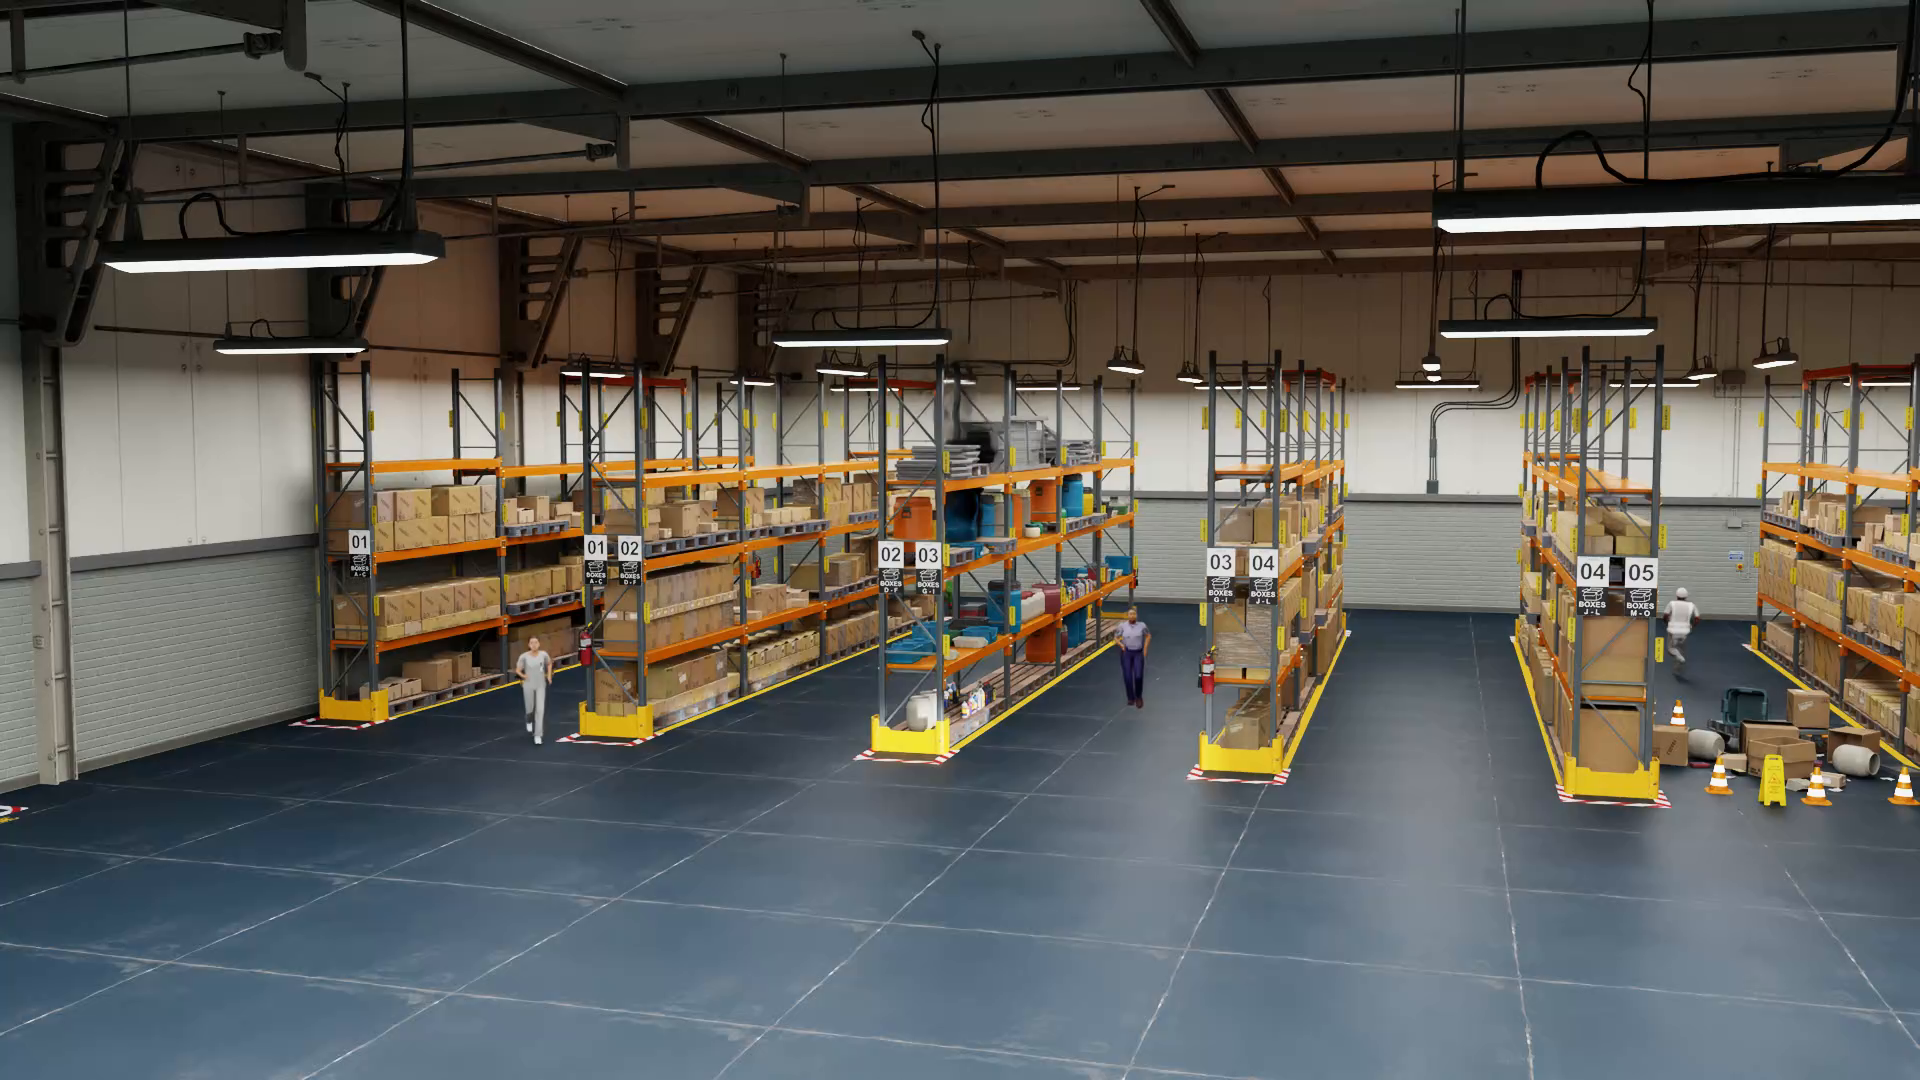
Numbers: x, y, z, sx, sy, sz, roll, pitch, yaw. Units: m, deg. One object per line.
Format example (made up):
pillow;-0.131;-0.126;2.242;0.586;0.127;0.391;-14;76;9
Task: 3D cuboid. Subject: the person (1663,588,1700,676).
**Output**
person;14.114;1.809;32.602;0.676;1.753;0.648;0;4;6

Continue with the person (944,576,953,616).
person;-0.330;1.078;42.797;0.731;1.768;0.693;3;5;33

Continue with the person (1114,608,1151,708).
person;2.844;1.966;27.514;0.604;1.668;0.580;1;4;7

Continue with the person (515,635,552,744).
person;-6.643;2.306;25.974;0.578;1.654;0.943;-2;4;-21
